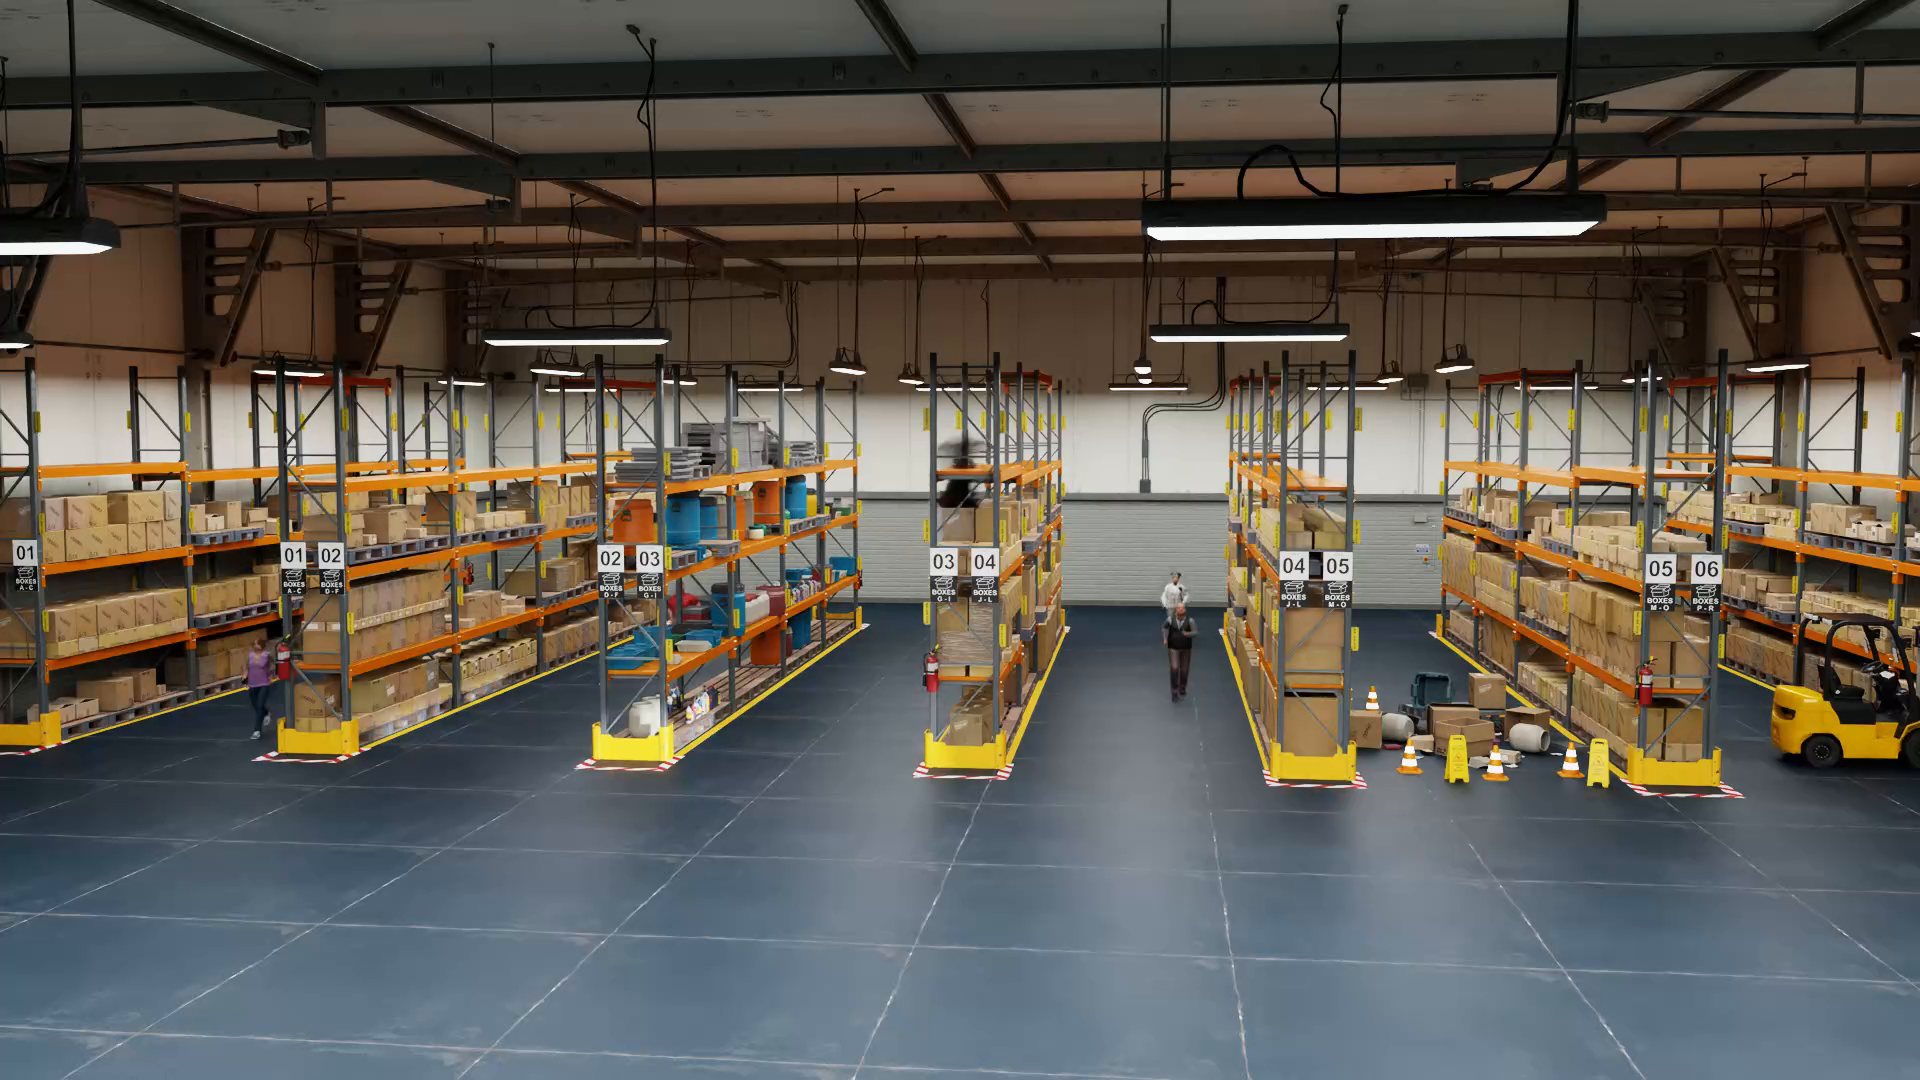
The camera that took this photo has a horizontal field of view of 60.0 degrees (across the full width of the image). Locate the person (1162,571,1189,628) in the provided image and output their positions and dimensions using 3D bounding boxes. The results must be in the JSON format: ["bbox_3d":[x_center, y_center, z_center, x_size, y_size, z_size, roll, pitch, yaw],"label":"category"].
[{"bbox_3d":[4.843,1.537,37.416,0.620,1.682,0.725,1,4,12],"label":"person"}]

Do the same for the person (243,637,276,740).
[{"bbox_3d":[-11.148,2.336,26.518,0.536,1.591,0.831,0,4,-2],"label":"person"}]

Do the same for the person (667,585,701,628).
[{"bbox_3d":[-5.762,1.732,34.492,0.690,1.690,0.635,1,4,9],"label":"person"}]

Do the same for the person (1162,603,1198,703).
[{"bbox_3d":[3.966,2.010,30.000,0.635,1.766,0.831,0,4,3],"label":"person"}]
